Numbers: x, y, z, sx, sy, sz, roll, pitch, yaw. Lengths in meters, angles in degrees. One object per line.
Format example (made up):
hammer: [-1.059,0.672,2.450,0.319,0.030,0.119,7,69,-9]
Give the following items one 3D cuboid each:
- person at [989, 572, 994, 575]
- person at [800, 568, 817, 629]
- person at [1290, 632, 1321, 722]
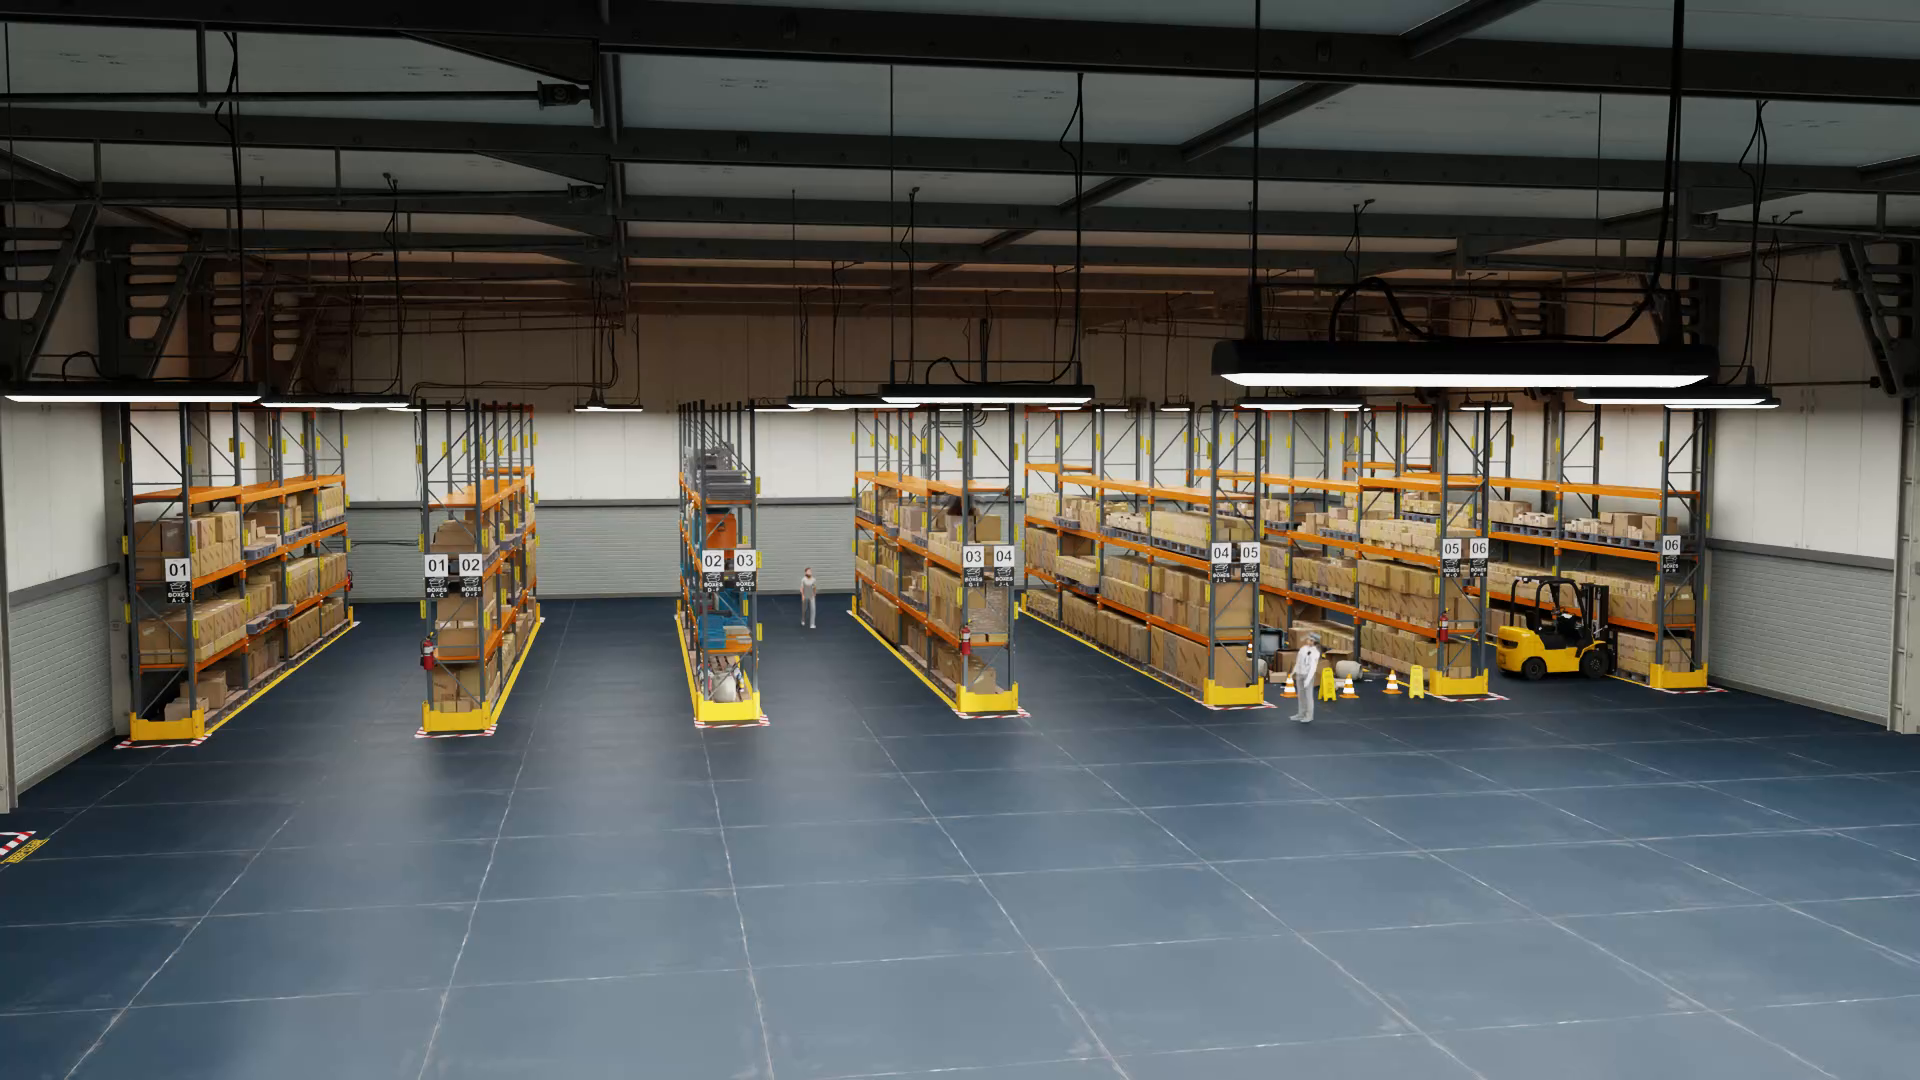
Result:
person: [0.719,1.175,48.558,0.656,1.770,0.782,2,5,25]
person: [-4.052,1.549,44.564,0.467,1.626,0.973,-1,5,-17]
person: [6.428,2.544,31.066,0.434,1.679,0.601,-3,5,-35]
